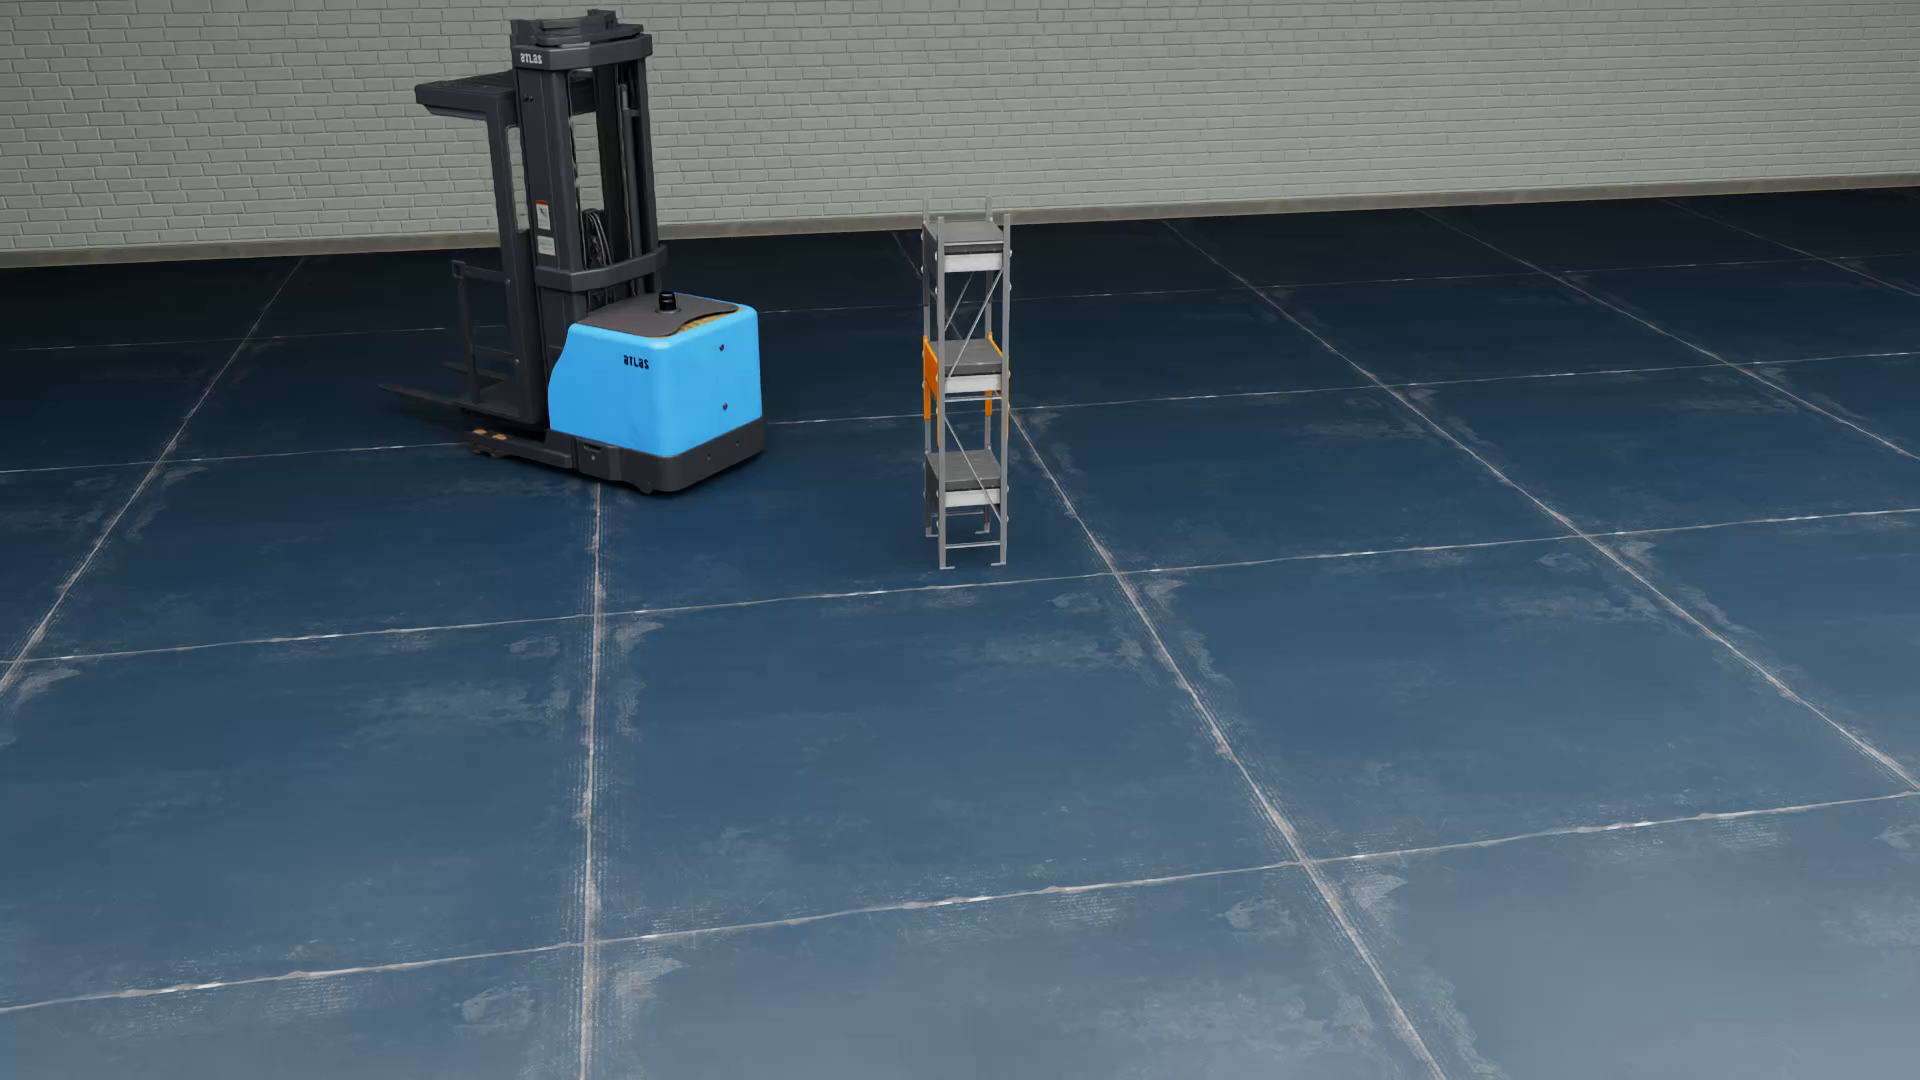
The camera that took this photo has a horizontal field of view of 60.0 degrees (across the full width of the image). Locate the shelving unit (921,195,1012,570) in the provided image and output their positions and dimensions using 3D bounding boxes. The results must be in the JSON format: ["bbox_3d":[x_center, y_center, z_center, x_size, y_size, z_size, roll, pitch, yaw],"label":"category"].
[{"bbox_3d":[0.031,-0.897,9.681,0.431,2.100,0.503,-4,24,-10],"label":"shelving unit"}]

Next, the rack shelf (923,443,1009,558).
[{"bbox_3d":[0.031,-0.243,9.966,0.431,0.518,0.480,-4,24,-10],"label":"rack shelf"}]

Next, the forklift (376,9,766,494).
[{"bbox_3d":[-2.866,-2.073,11.335,3.031,2.935,1.130,14,27,29],"label":"forklift"}]

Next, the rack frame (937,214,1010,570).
[{"bbox_3d":[0.076,-0.801,9.461,0.400,2.100,0.015,-4,24,-10],"label":"rack frame"}]

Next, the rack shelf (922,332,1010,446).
[{"bbox_3d":[0.031,-0.885,9.686,0.431,0.518,0.480,-4,24,-10],"label":"rack shelf"}]

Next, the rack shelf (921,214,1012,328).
[{"bbox_3d":[0.031,-1.526,9.406,0.431,0.518,0.480,-4,24,-10],"label":"rack shelf"}]

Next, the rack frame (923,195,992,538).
[{"bbox_3d":[-0.015,-0.993,9.900,0.400,2.100,0.015,-4,24,-10],"label":"rack frame"}]
